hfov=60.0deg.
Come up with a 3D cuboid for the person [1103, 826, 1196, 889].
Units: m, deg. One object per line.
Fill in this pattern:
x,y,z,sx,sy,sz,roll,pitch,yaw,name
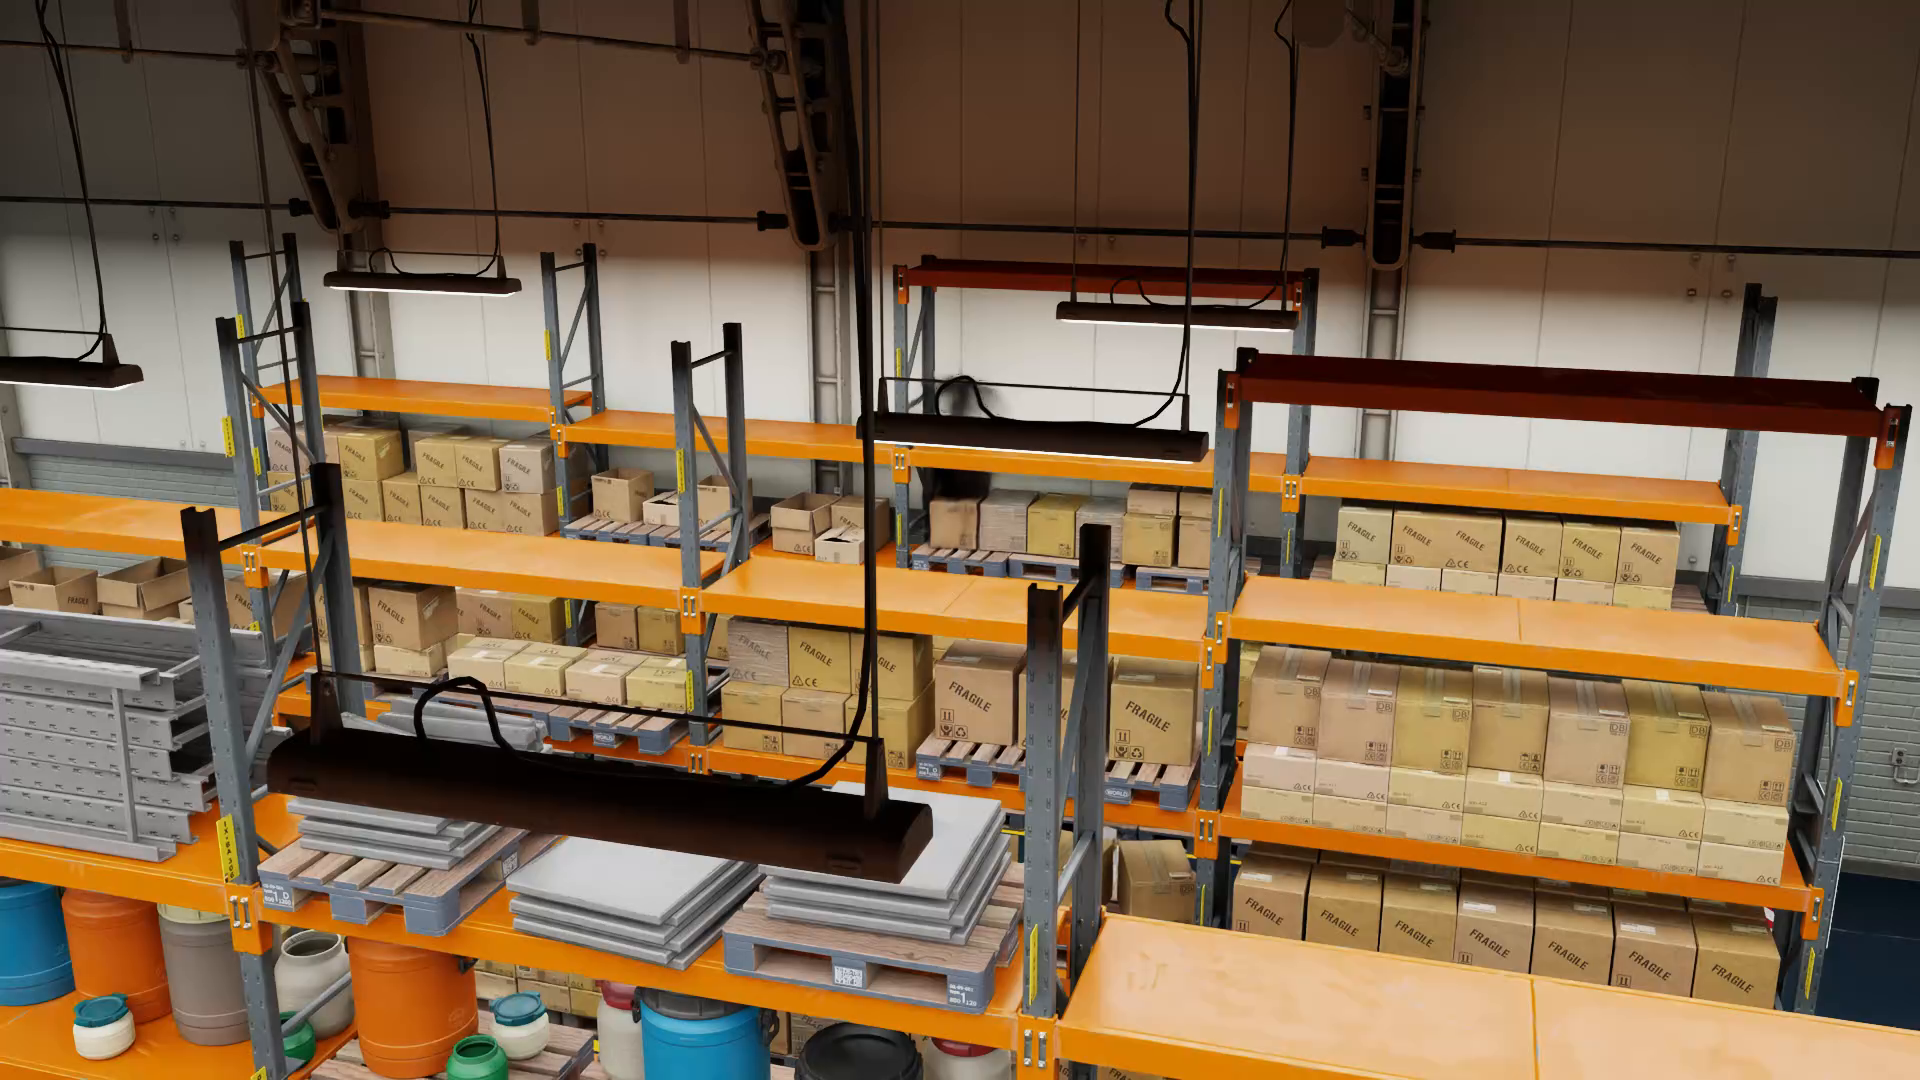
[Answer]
1.543,3.277,14.641,1.015,1.498,0.678,10,19,32,person
